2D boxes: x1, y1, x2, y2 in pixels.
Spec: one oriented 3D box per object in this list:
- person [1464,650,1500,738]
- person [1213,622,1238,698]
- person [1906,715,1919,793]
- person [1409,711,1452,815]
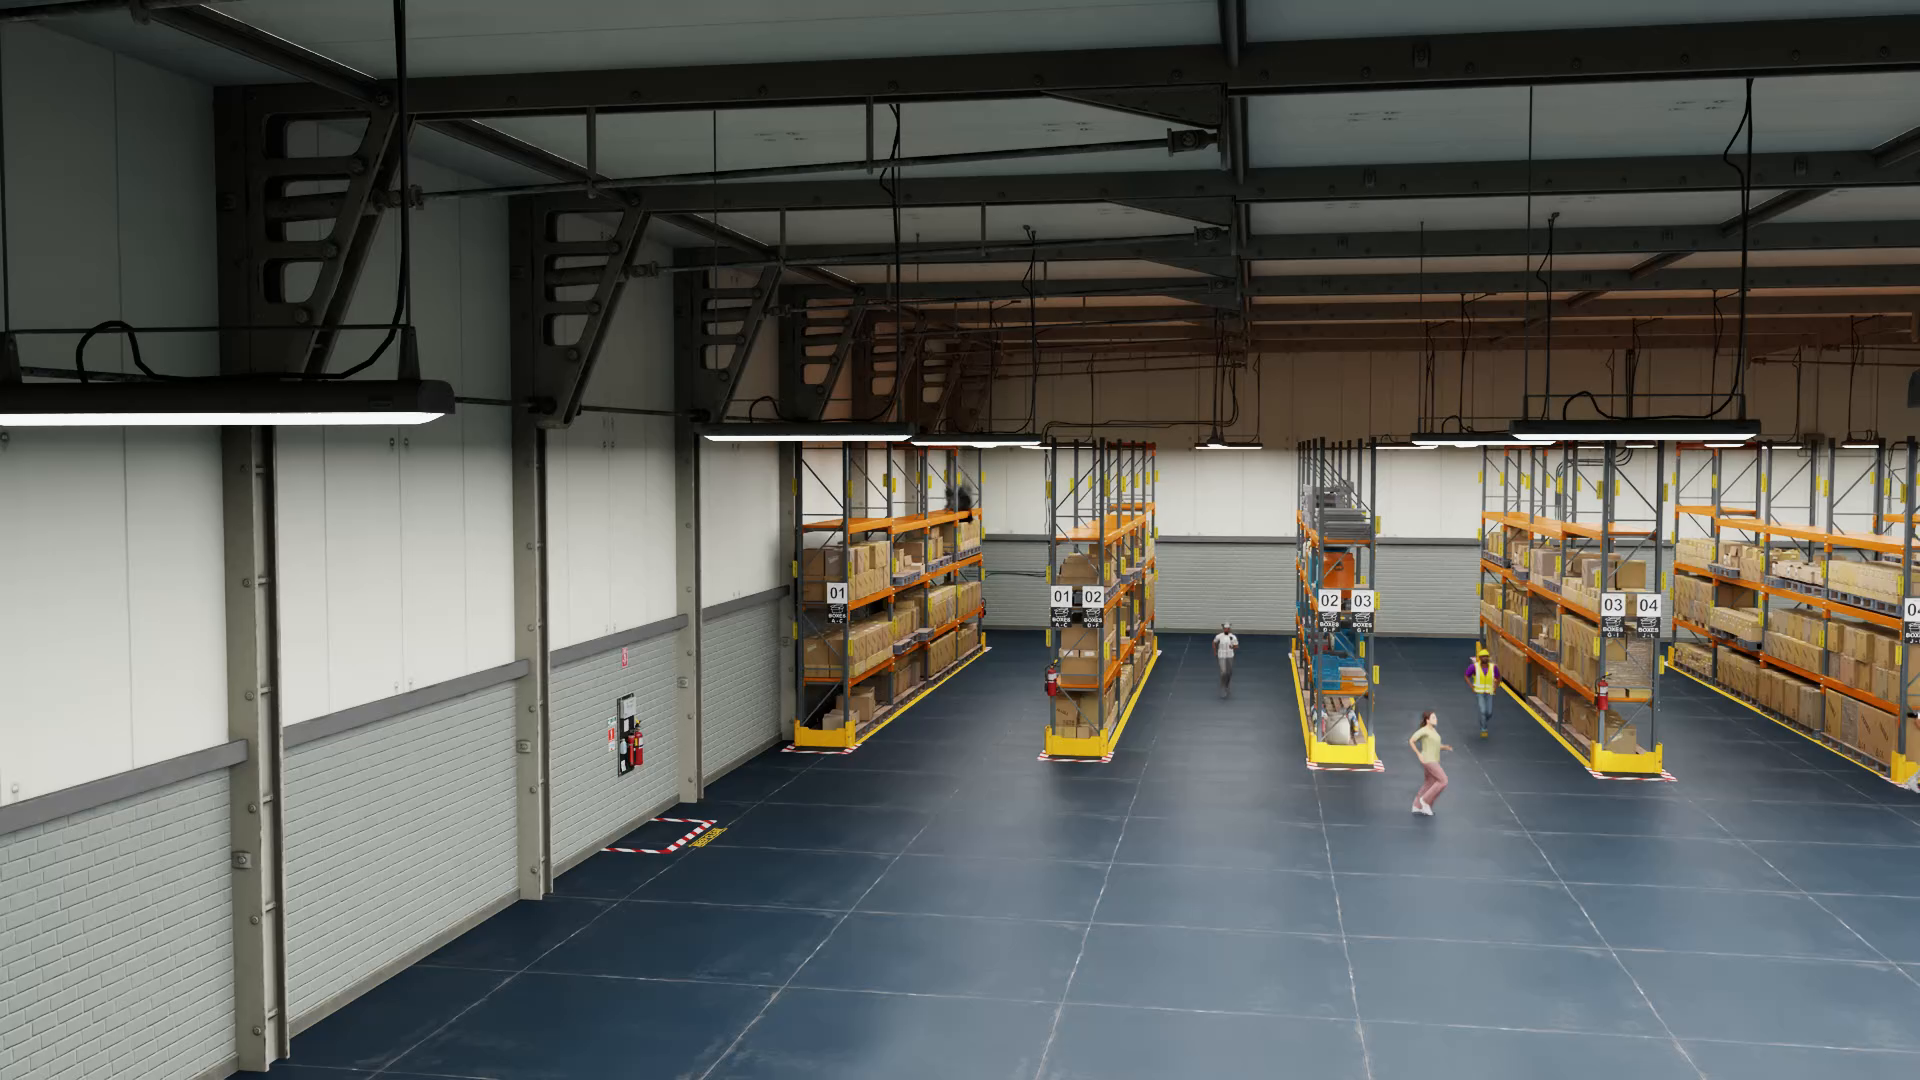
[{"bbox_3d":[10.546,3.079,33.556,0.711,1.746,0.718,0,3,4],"label":"person"},{"bbox_3d":[6.256,2.798,39.160,0.541,1.736,0.807,0,3,-3],"label":"person"},{"bbox_3d":[16.160,3.384,27.457,0.780,1.752,0.924,-2,4,-34],"label":"person"},{"bbox_3d":[7.418,3.498,26.139,0.624,1.638,0.558,2,4,33],"label":"person"}]
